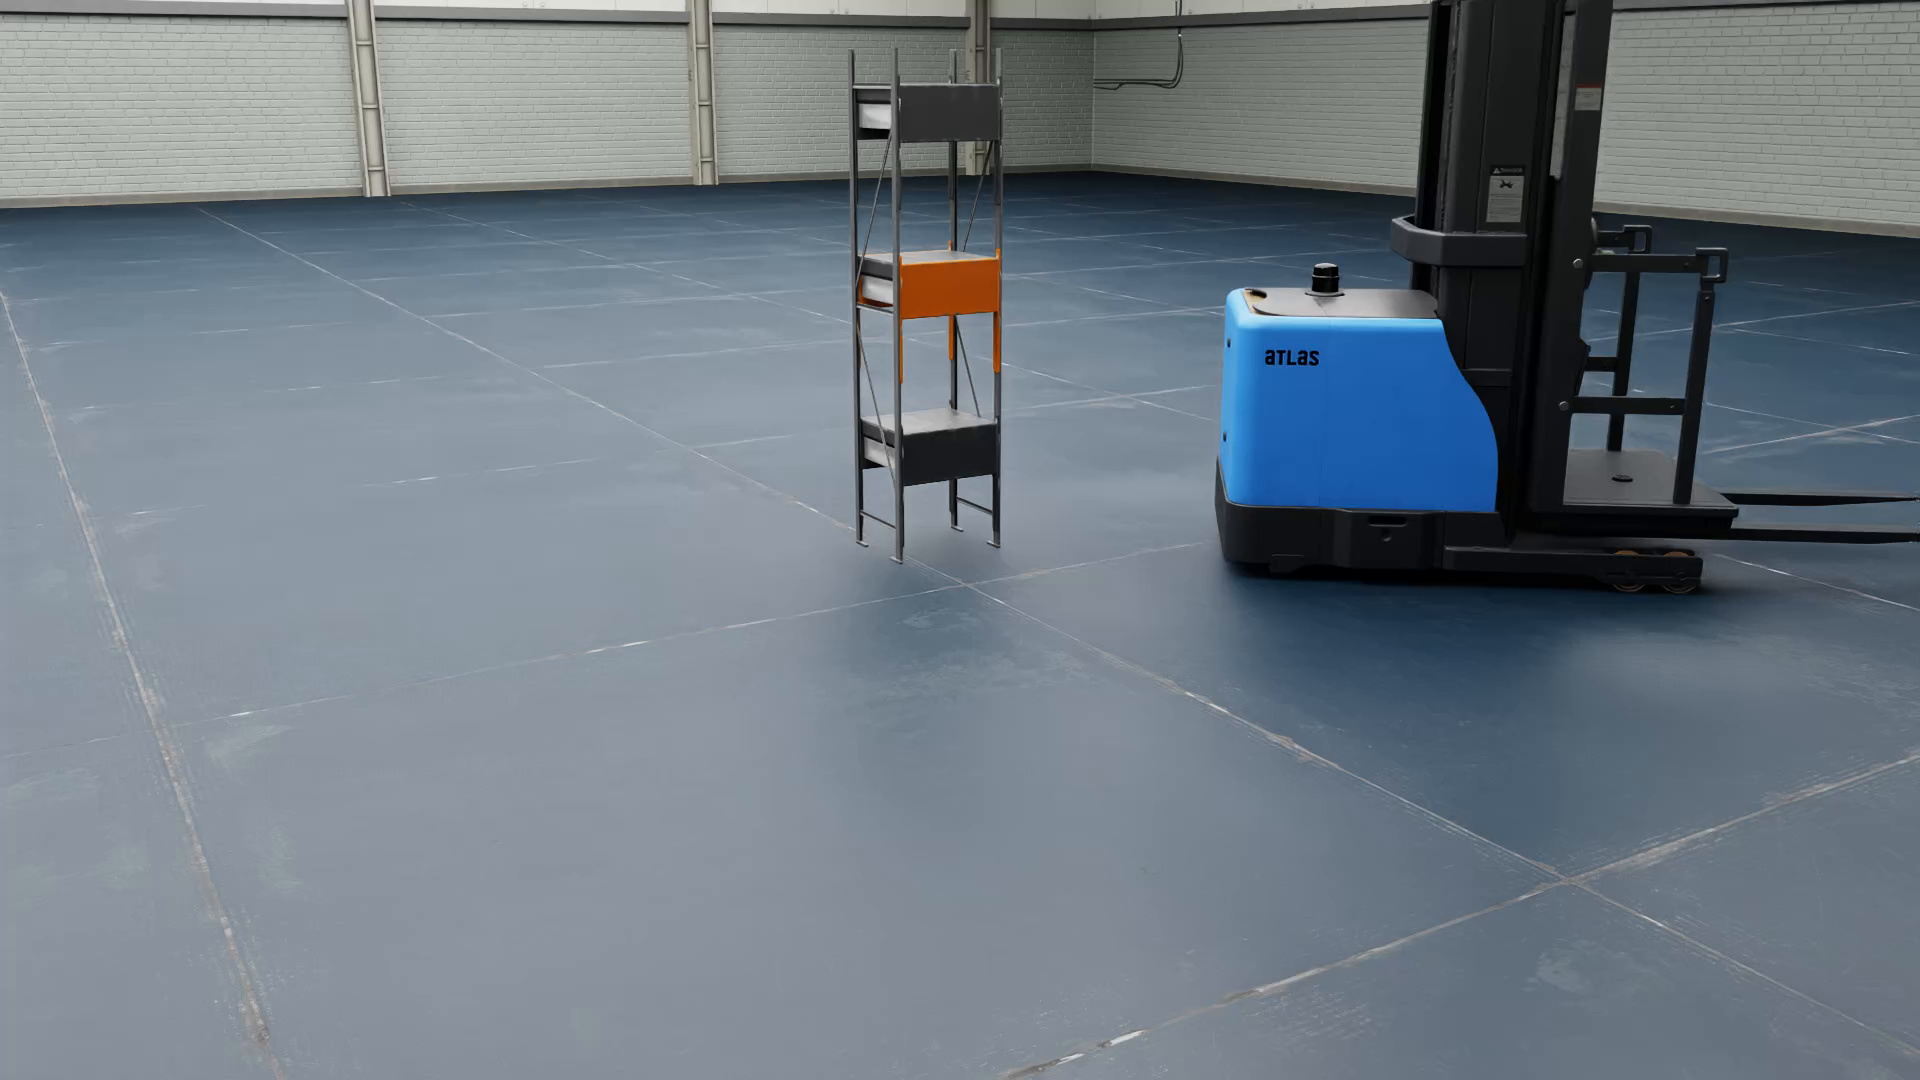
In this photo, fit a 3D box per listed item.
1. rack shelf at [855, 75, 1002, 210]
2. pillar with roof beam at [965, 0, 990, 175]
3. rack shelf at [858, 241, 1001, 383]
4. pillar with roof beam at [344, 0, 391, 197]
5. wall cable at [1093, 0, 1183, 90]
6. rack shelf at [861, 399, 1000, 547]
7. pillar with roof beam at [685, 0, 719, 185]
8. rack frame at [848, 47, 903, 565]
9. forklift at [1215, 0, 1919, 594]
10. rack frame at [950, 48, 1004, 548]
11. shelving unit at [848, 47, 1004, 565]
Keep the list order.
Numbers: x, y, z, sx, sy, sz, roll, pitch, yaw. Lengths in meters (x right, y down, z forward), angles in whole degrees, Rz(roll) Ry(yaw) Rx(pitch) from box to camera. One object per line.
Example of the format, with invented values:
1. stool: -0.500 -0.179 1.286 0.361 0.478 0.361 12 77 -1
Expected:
1. rack shelf: -0.142 -1.649 6.859 0.480 0.518 0.431 -9 18 -30
2. pillar with roof beam: 2.576 -10.865 29.498 0.400 9.000 9.100 -9 18 -30
3. rack shelf: -0.142 -0.975 7.048 0.480 0.518 0.431 -9 18 -30
4. pillar with roof beam: -7.711 -9.197 23.547 0.400 9.000 9.100 -9 18 -30
5. wall cable: 3.565 -10.470 33.840 0.112 2.526 3.097 -9 18 -30
6. rack shelf: -0.142 -0.301 7.237 0.480 0.518 0.431 -9 18 -30
7. pillar with roof beam: -2.567 -10.031 26.523 0.400 9.000 9.100 -9 18 -30
8. rack frame: -0.351 -0.954 6.923 0.015 2.100 0.400 -9 18 -30
9. forklift: 2.645 -1.348 6.788 3.031 2.935 1.130 2 16 6
10. rack frame: 0.067 -1.022 7.165 0.015 2.100 0.400 -9 18 -30
11. shelving unit: -0.142 -0.988 7.044 0.503 2.100 0.431 -9 18 -30
